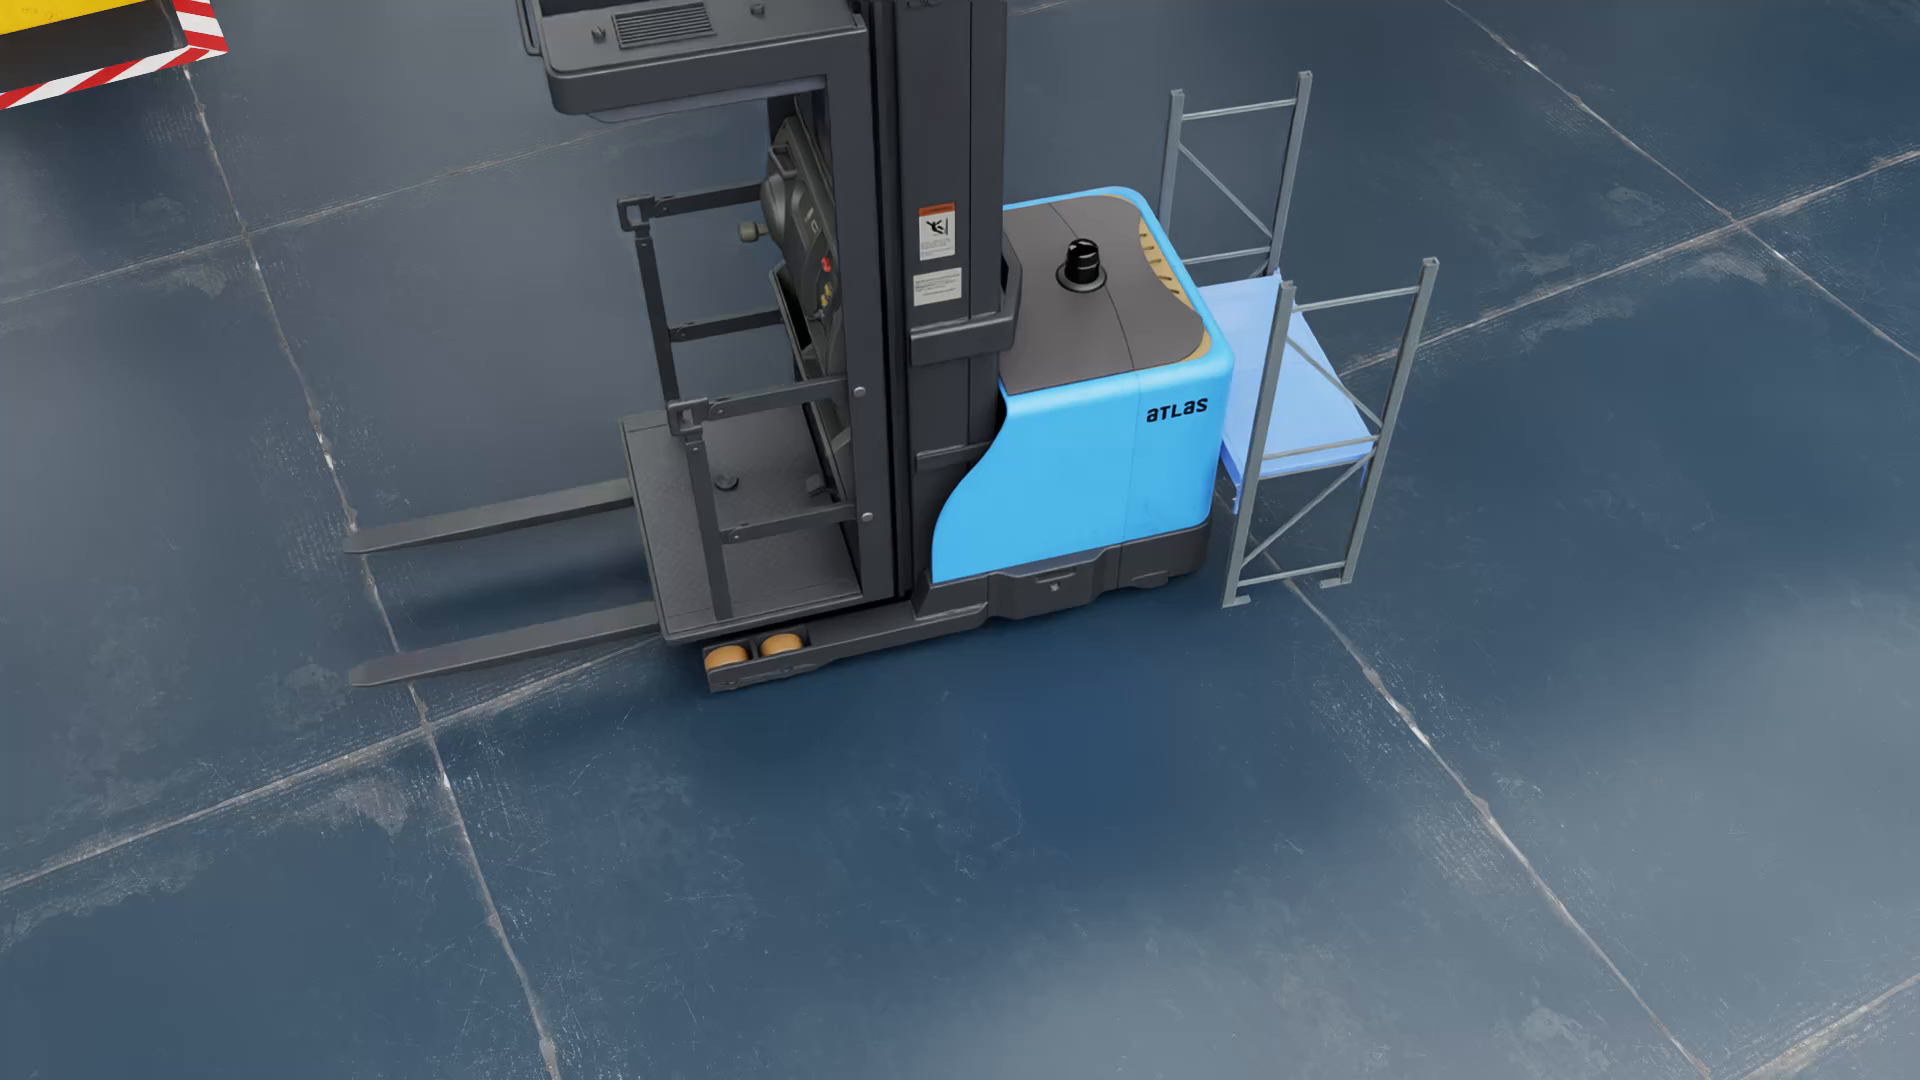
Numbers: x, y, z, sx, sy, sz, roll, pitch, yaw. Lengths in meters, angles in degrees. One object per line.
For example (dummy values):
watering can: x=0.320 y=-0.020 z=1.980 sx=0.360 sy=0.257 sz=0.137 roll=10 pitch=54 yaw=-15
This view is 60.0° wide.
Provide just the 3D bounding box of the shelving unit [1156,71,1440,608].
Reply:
shelving unit: x=1.071 y=-0.674 z=5.843 sx=0.538 sy=1.500 sz=1.048 roll=-10 pitch=50 yaw=-9

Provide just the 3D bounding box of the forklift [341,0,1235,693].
forklift: x=-0.668 y=-0.887 z=5.079 sx=3.031 sy=2.935 sz=1.130 roll=-12 pitch=50 yaw=-10

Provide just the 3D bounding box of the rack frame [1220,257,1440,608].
rack frame: x=1.192 y=-0.302 z=5.518 sx=0.500 sy=1.500 sz=0.032 roll=-10 pitch=50 yaw=-9

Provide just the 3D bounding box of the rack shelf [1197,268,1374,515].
rack shelf: x=1.071 y=-0.556 z=5.979 sx=0.538 sy=0.185 sz=1.000 roll=-10 pitch=50 yaw=-9

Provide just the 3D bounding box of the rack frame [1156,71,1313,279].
rack frame: x=0.951 y=-1.046 z=6.168 sx=0.500 sy=1.500 sz=0.032 roll=-10 pitch=50 yaw=-9
